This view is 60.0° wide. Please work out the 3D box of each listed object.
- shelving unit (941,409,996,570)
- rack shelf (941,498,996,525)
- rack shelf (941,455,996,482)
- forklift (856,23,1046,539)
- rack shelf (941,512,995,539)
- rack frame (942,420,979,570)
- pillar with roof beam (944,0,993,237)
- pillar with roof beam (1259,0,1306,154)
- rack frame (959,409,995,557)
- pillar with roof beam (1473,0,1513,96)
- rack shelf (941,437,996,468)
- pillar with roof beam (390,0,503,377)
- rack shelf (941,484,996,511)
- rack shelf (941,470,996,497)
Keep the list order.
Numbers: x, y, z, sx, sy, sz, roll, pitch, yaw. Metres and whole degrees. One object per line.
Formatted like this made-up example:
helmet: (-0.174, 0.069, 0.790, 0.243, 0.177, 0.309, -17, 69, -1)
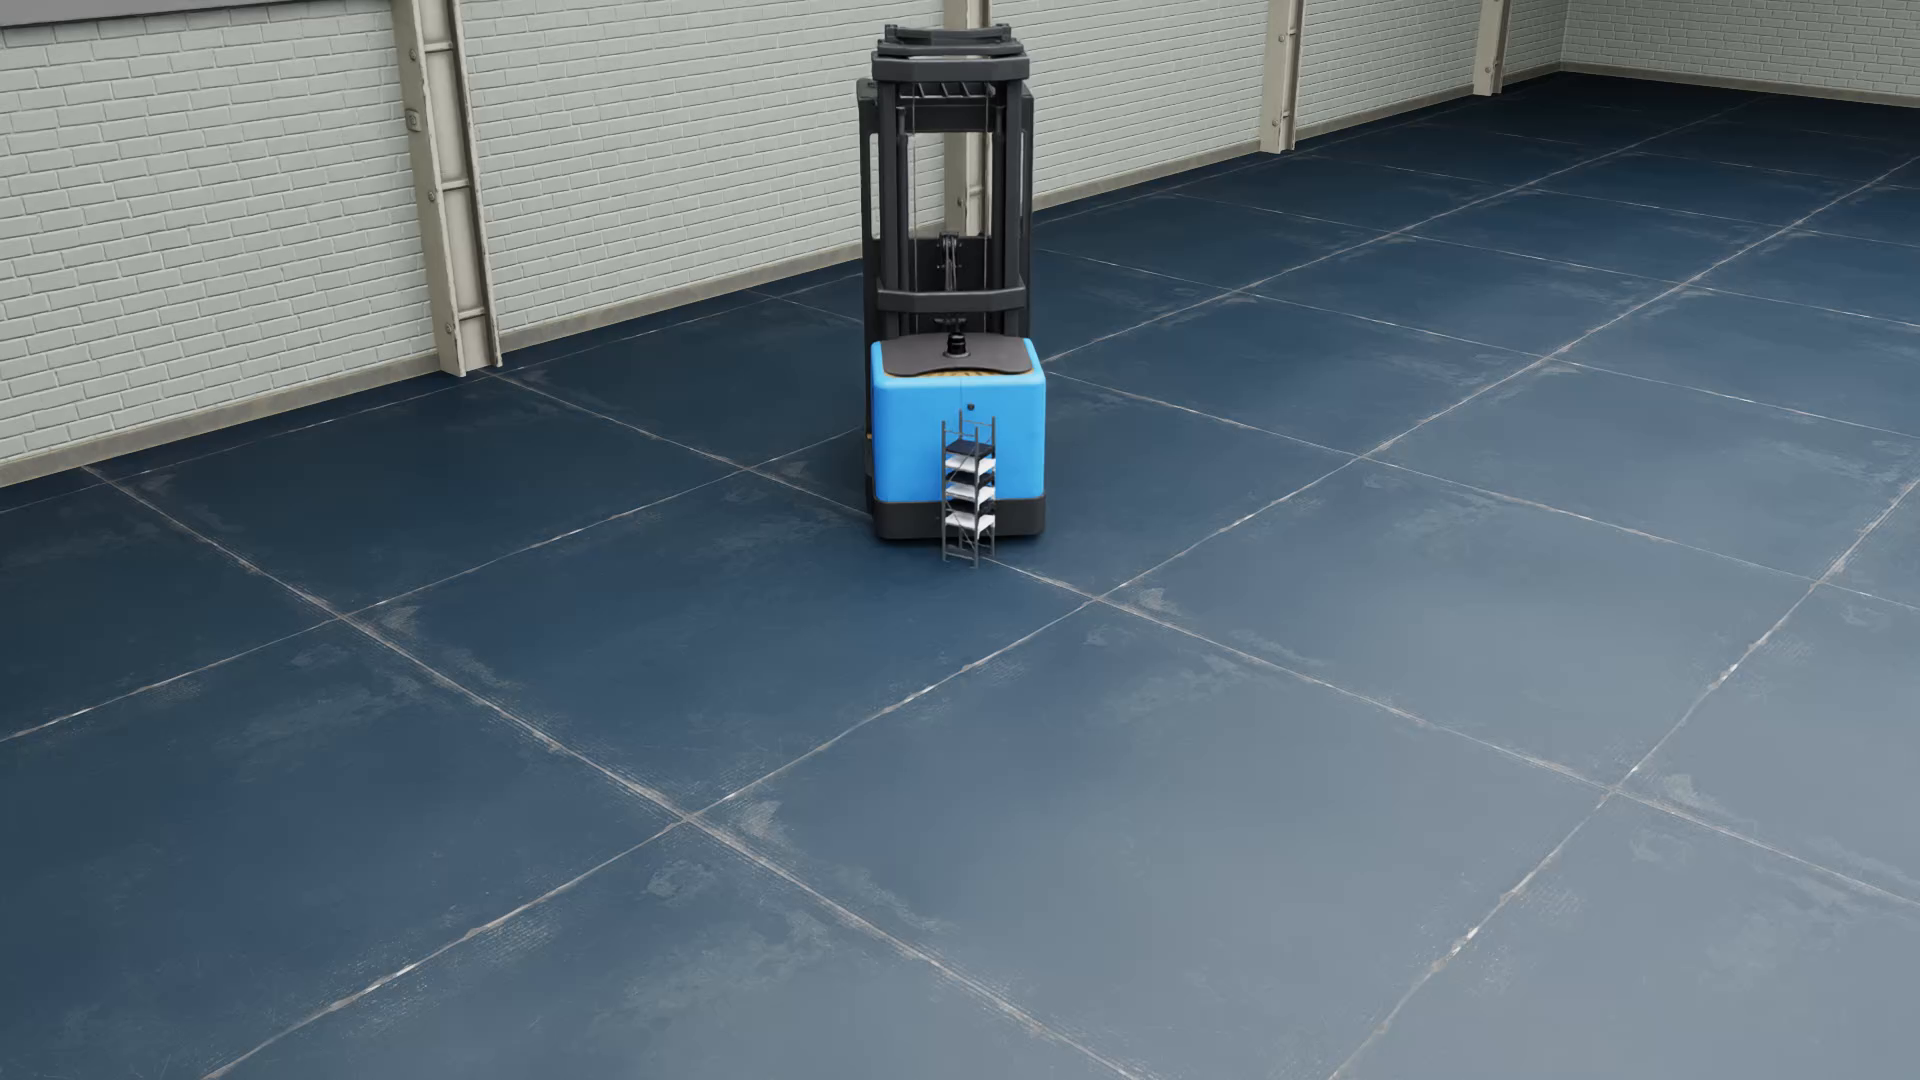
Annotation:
shelving unit: (0.050, -0.295, 9.808, 0.258, 0.900, 0.210, 13, 27, 27)
rack shelf: (0.050, -0.182, 9.858, 0.258, 0.077, 0.200, 13, 27, 27)
rack shelf: (0.050, -0.429, 9.748, 0.258, 0.077, 0.200, 13, 27, 27)
forklift: (-0.104, -1.907, 10.922, 1.130, 2.935, 3.031, -2, 24, -4)
rack shelf: (0.050, -0.100, 9.895, 0.258, 0.077, 0.200, 13, 27, 27)
rack frame: (0.000, -0.259, 9.727, 0.240, 0.900, 0.006, 13, 27, 27)
pillar with roof beam: (3.287, -6.145, 12.956, 9.100, 9.000, 0.400, 20, 31, 38)
pillar with roof beam: (7.291, -7.973, 17.033, 9.100, 9.000, 0.400, 20, 31, 38)
rack frame: (0.100, -0.331, 9.889, 0.240, 0.900, 0.006, 13, 27, 27)
pillar with roof beam: (11.296, -9.801, 21.111, 9.100, 9.000, 0.400, 20, 31, 38)
rack shelf: (0.050, -0.511, 9.711, 0.258, 0.077, 0.200, 13, 27, 27)
pillar with roof beam: (-0.718, -4.317, 8.879, 9.100, 9.000, 0.400, 20, 31, 38)
rack shelf: (0.050, -0.265, 9.821, 0.258, 0.077, 0.200, 13, 27, 27)
rack shelf: (0.050, -0.347, 9.785, 0.258, 0.077, 0.200, 13, 27, 27)
